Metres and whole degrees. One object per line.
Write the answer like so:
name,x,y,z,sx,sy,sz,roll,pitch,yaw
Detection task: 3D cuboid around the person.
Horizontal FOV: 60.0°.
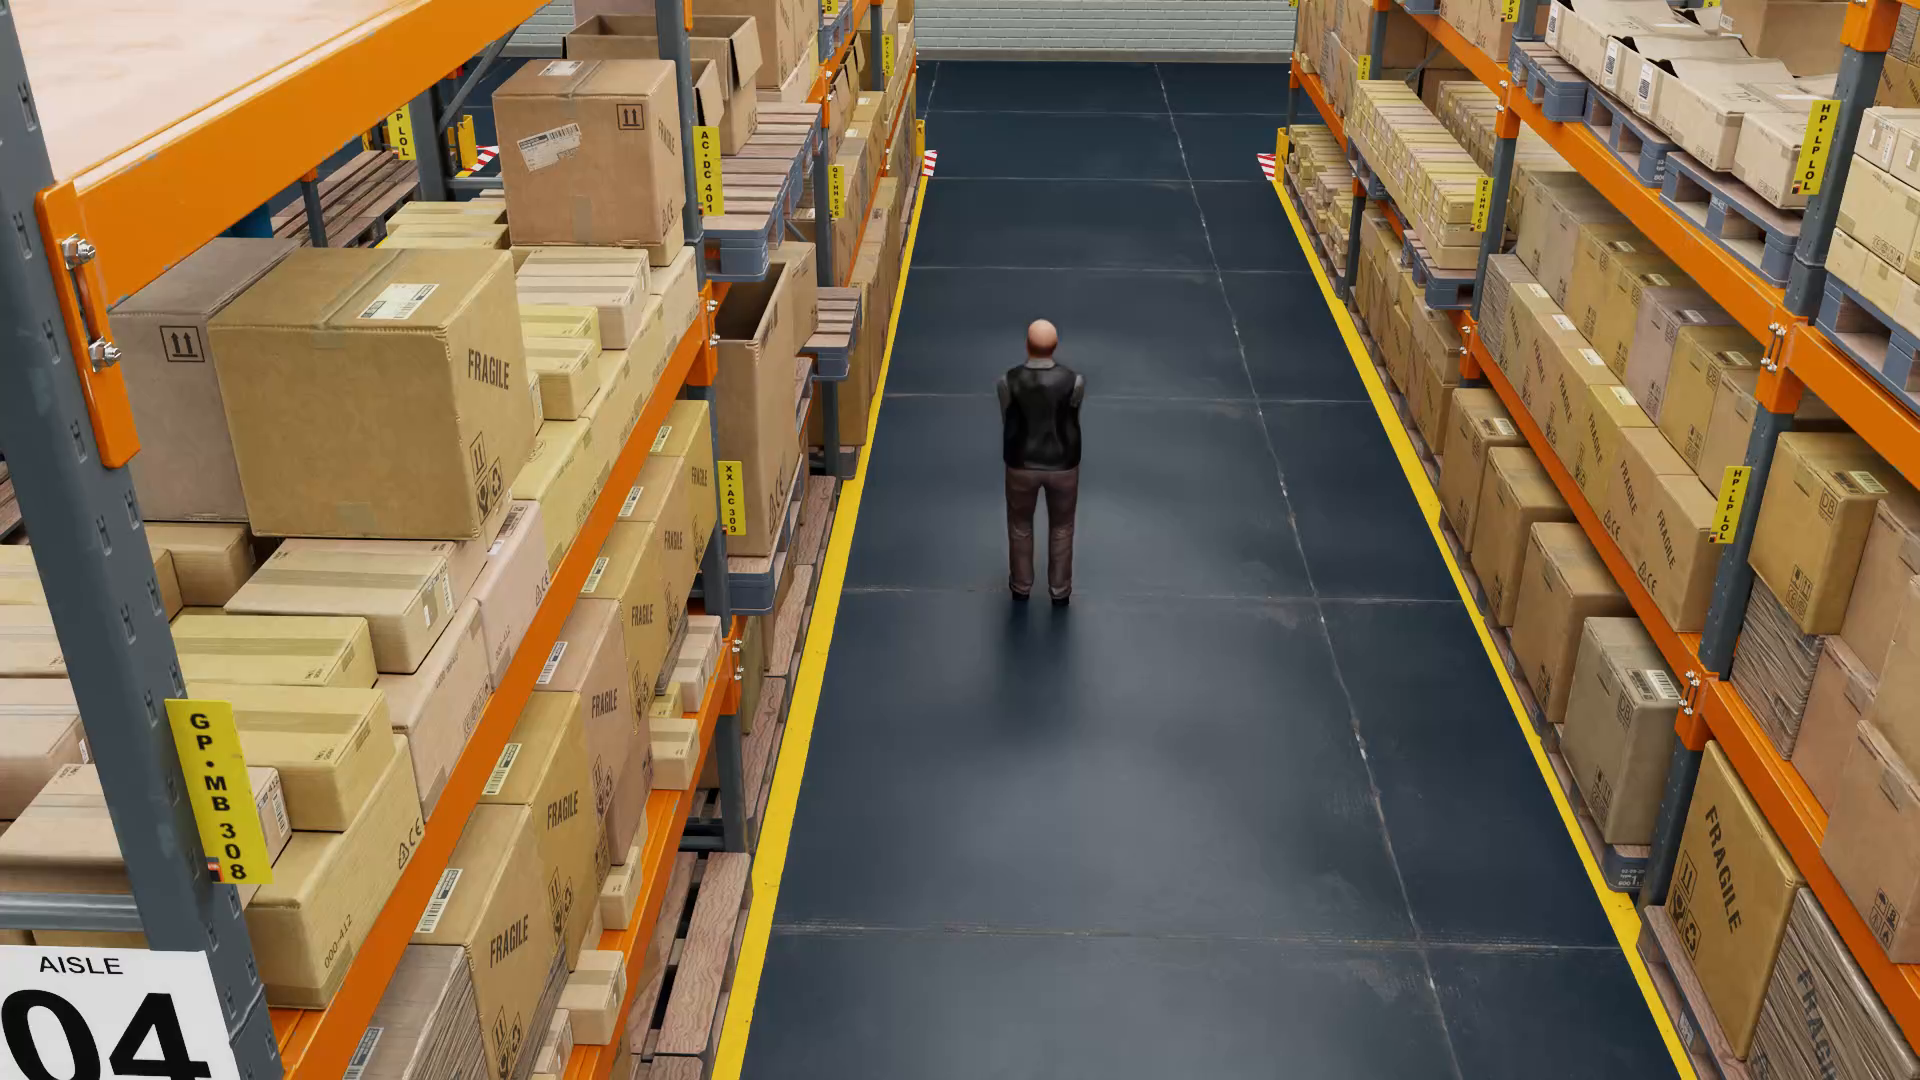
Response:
person,0.451,-0.422,9.550,0.493,1.633,0.567,1,28,1
